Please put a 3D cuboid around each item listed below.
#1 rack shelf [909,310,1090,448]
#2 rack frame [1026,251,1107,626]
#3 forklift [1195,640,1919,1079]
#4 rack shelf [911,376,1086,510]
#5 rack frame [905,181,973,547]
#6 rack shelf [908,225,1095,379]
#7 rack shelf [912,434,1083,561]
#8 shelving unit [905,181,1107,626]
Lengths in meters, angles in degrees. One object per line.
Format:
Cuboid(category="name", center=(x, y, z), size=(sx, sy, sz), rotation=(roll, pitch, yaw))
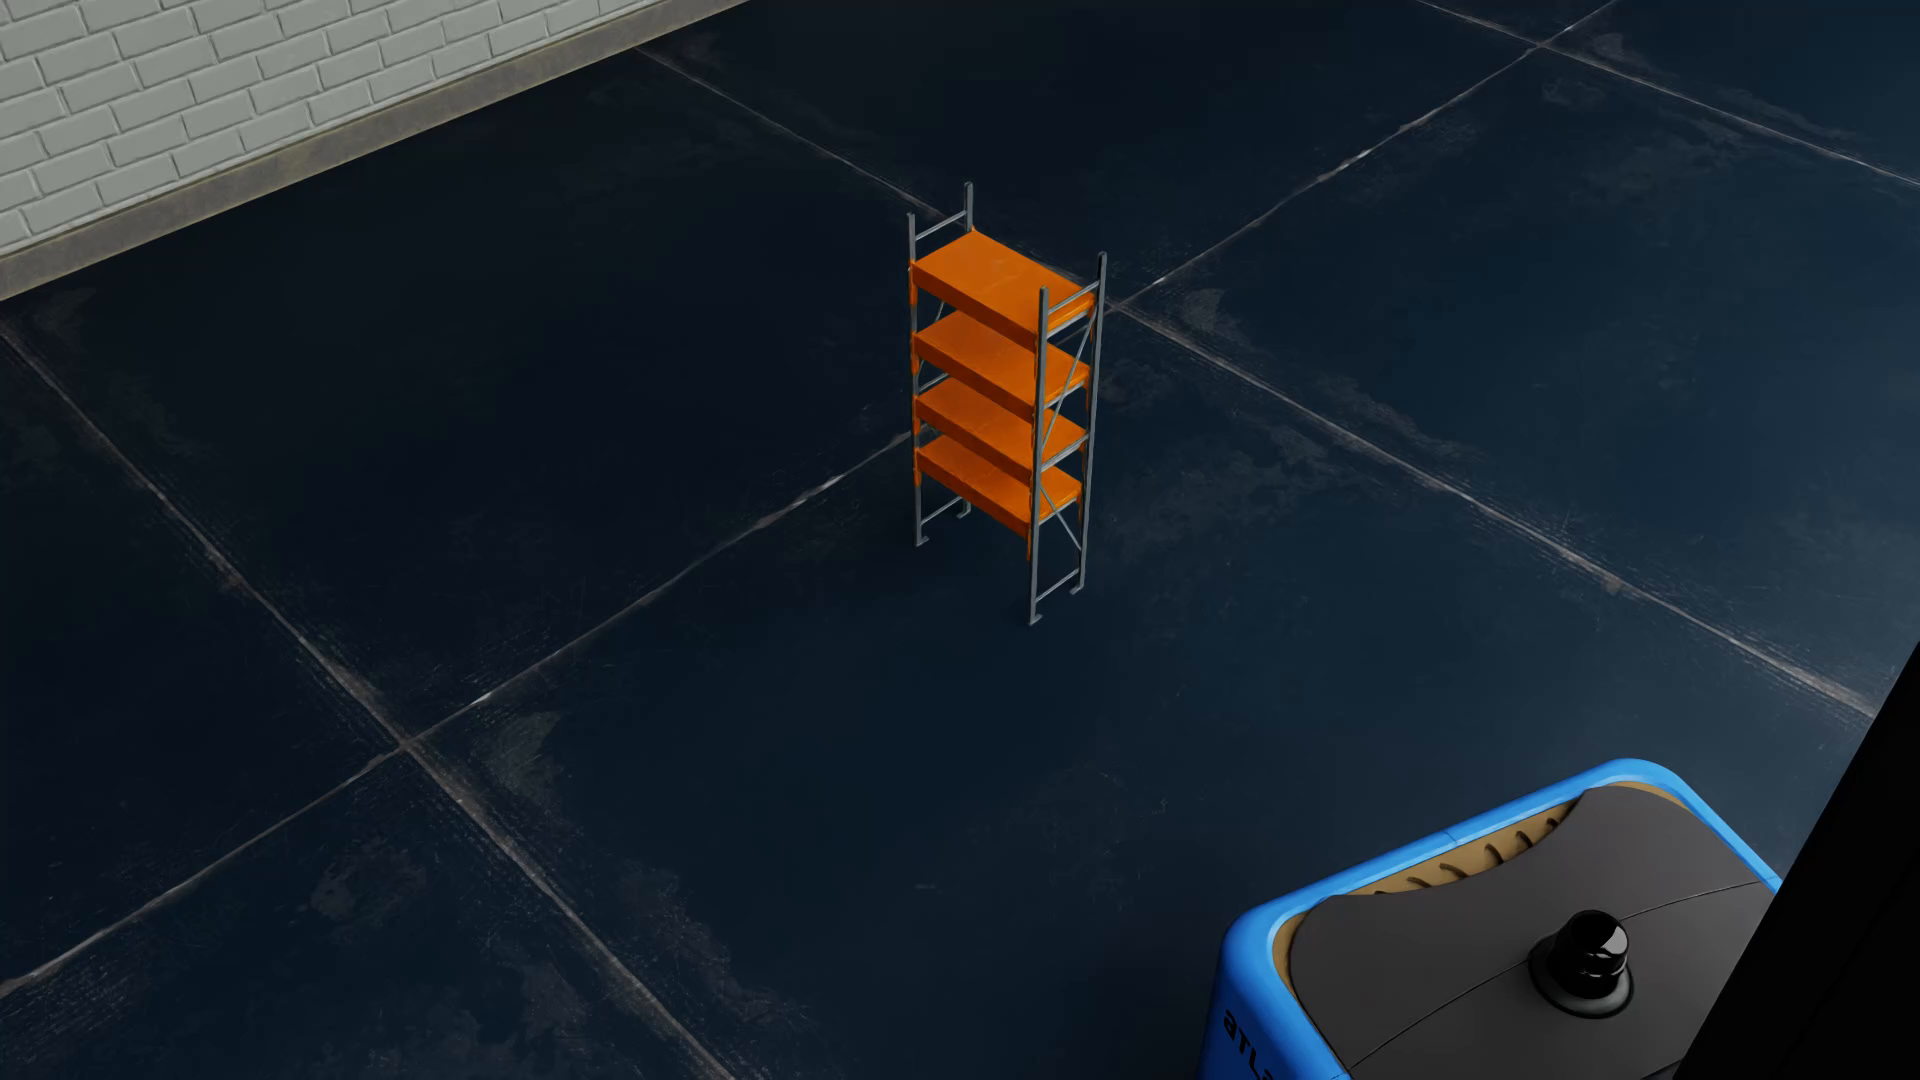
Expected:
Cuboid(category="rack shelf", center=(0.117, -0.476, 4.651), size=(0.258, 0.148, 0.480), rotation=(-34, 53, -31))
Cuboid(category="rack frame", center=(0.289, -0.244, 4.630), size=(0.240, 1.200, 0.015), rotation=(-34, 53, -31))
Cuboid(category="forklift", center=(1.520, 1.161, 1.834), size=(1.130, 2.935, 3.031), rotation=(-17, 45, -18))
Cuboid(category="rack shelf", center=(0.117, -0.312, 4.802), size=(0.258, 0.148, 0.480), rotation=(-34, 53, -31))
Cuboid(category="rack frame", center=(-0.055, -0.478, 4.884), size=(0.240, 1.200, 0.015), rotation=(-34, 53, -31))
Cuboid(category="rack shelf", center=(0.117, -0.650, 4.490), size=(0.258, 0.148, 0.480), rotation=(-34, 53, -31))
Cuboid(category="rack shelf", center=(0.117, -0.166, 4.937), size=(0.258, 0.148, 0.480), rotation=(-34, 53, -31))
Cuboid(category="shelving unit", center=(0.117, -0.361, 4.757), size=(0.258, 1.200, 0.503), rotation=(-34, 53, -31))
